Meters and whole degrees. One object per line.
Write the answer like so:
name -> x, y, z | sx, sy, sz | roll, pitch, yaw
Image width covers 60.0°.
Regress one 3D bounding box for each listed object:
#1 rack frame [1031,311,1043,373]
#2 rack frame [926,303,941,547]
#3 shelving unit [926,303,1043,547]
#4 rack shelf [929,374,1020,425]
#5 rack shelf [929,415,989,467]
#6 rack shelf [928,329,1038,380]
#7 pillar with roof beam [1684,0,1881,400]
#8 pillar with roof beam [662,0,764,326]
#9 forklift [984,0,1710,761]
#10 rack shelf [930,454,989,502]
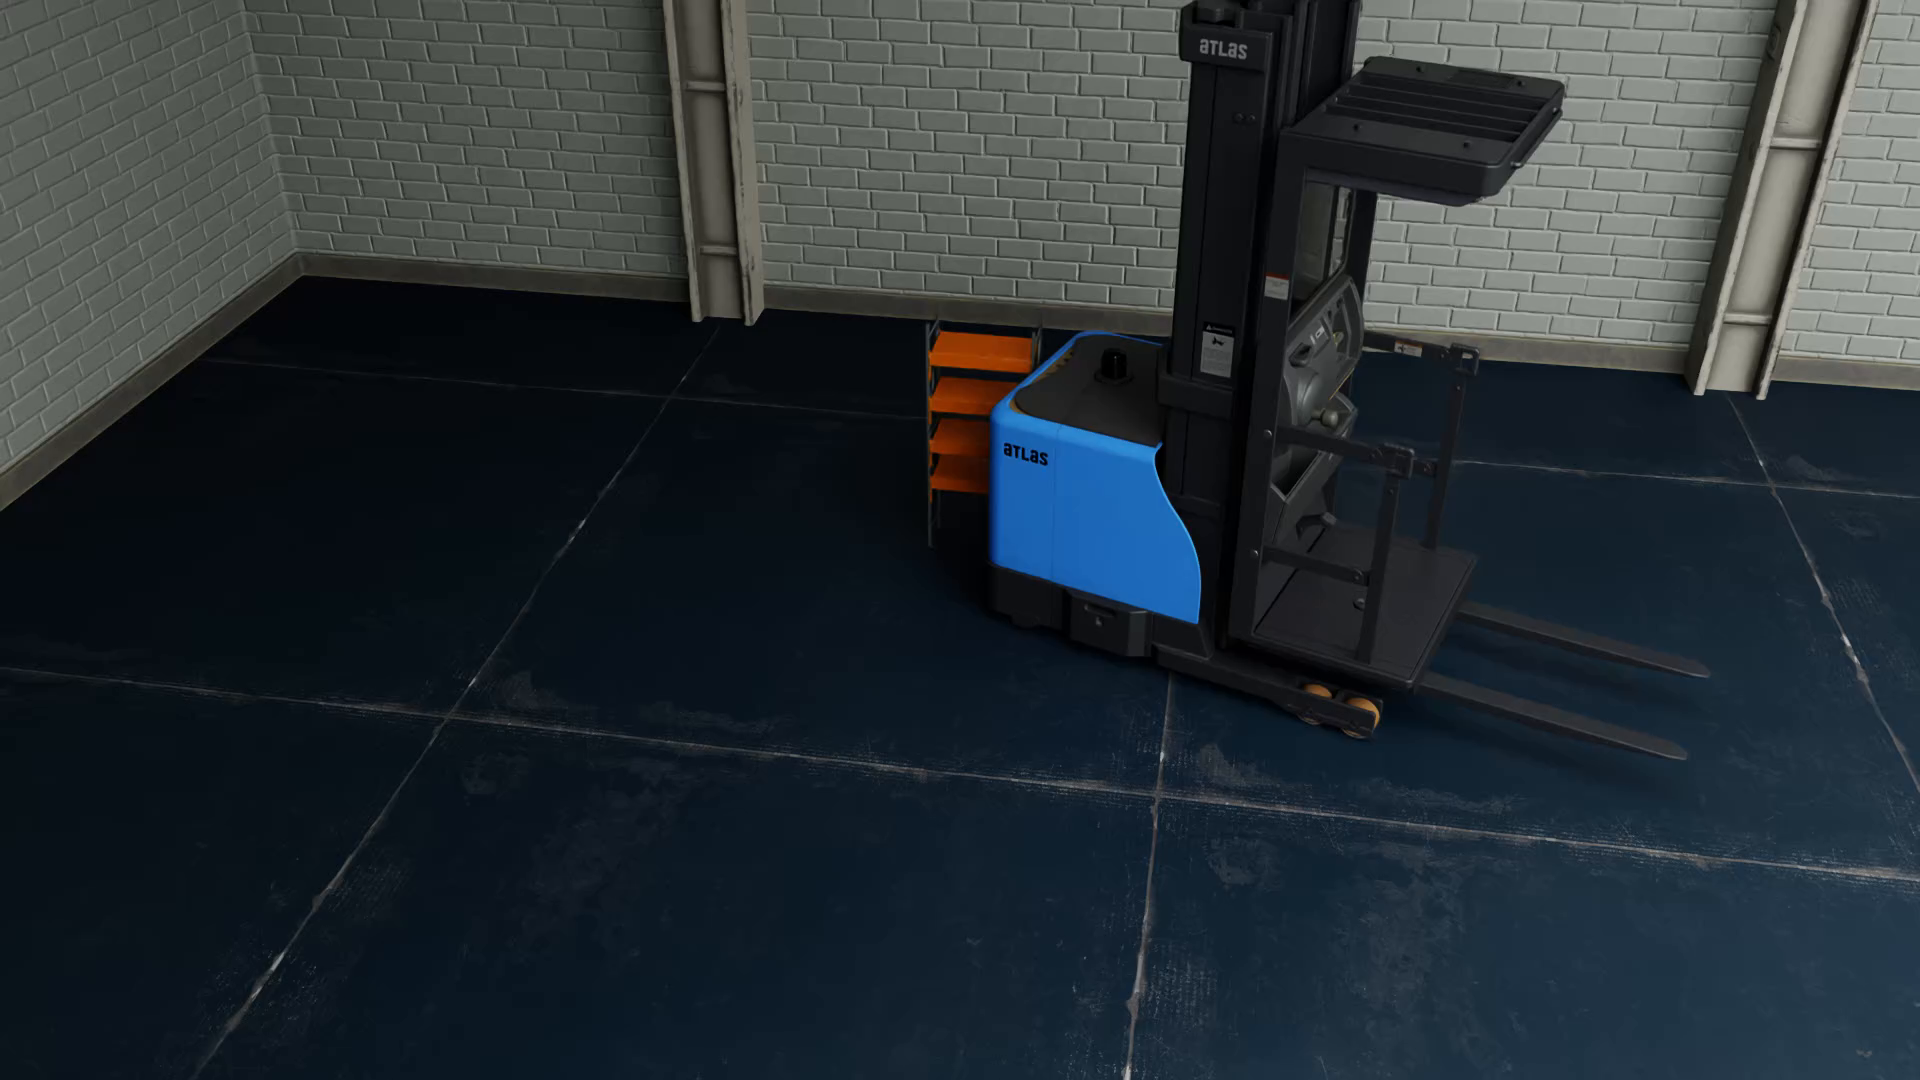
rack frame -> 0.352, -0.487, 7.898 | 0.015, 1.200, 0.240 | 6, 32, 9
rack frame -> -0.127, -0.536, 7.975 | 0.015, 1.200, 0.240 | 6, 32, 9
shelving unit -> 0.113, -0.511, 7.936 | 0.503, 1.200, 0.258 | 6, 32, 9
rack shelf -> 0.113, -0.644, 7.853 | 0.480, 0.148, 0.258 | 6, 32, 9
rack shelf -> 0.113, -0.454, 7.972 | 0.480, 0.148, 0.258 | 6, 32, 9
rack shelf -> 0.113, -0.845, 7.728 | 0.480, 0.148, 0.258 | 6, 32, 9
pillar with roof beam -> 3.725, -2.464, 3.705 | 0.400, 9.000, 9.100 | 5, 32, 8
pillar with roof beam -> -2.189, -2.999, 4.560 | 0.400, 9.000, 9.100 | 5, 32, 8
forklift -> 1.654, -0.740, 6.670 | 3.031, 2.935, 1.130 | 16, 36, 24
rack shelf -> 0.113, -0.286, 8.077 | 0.480, 0.148, 0.258 | 6, 32, 9
